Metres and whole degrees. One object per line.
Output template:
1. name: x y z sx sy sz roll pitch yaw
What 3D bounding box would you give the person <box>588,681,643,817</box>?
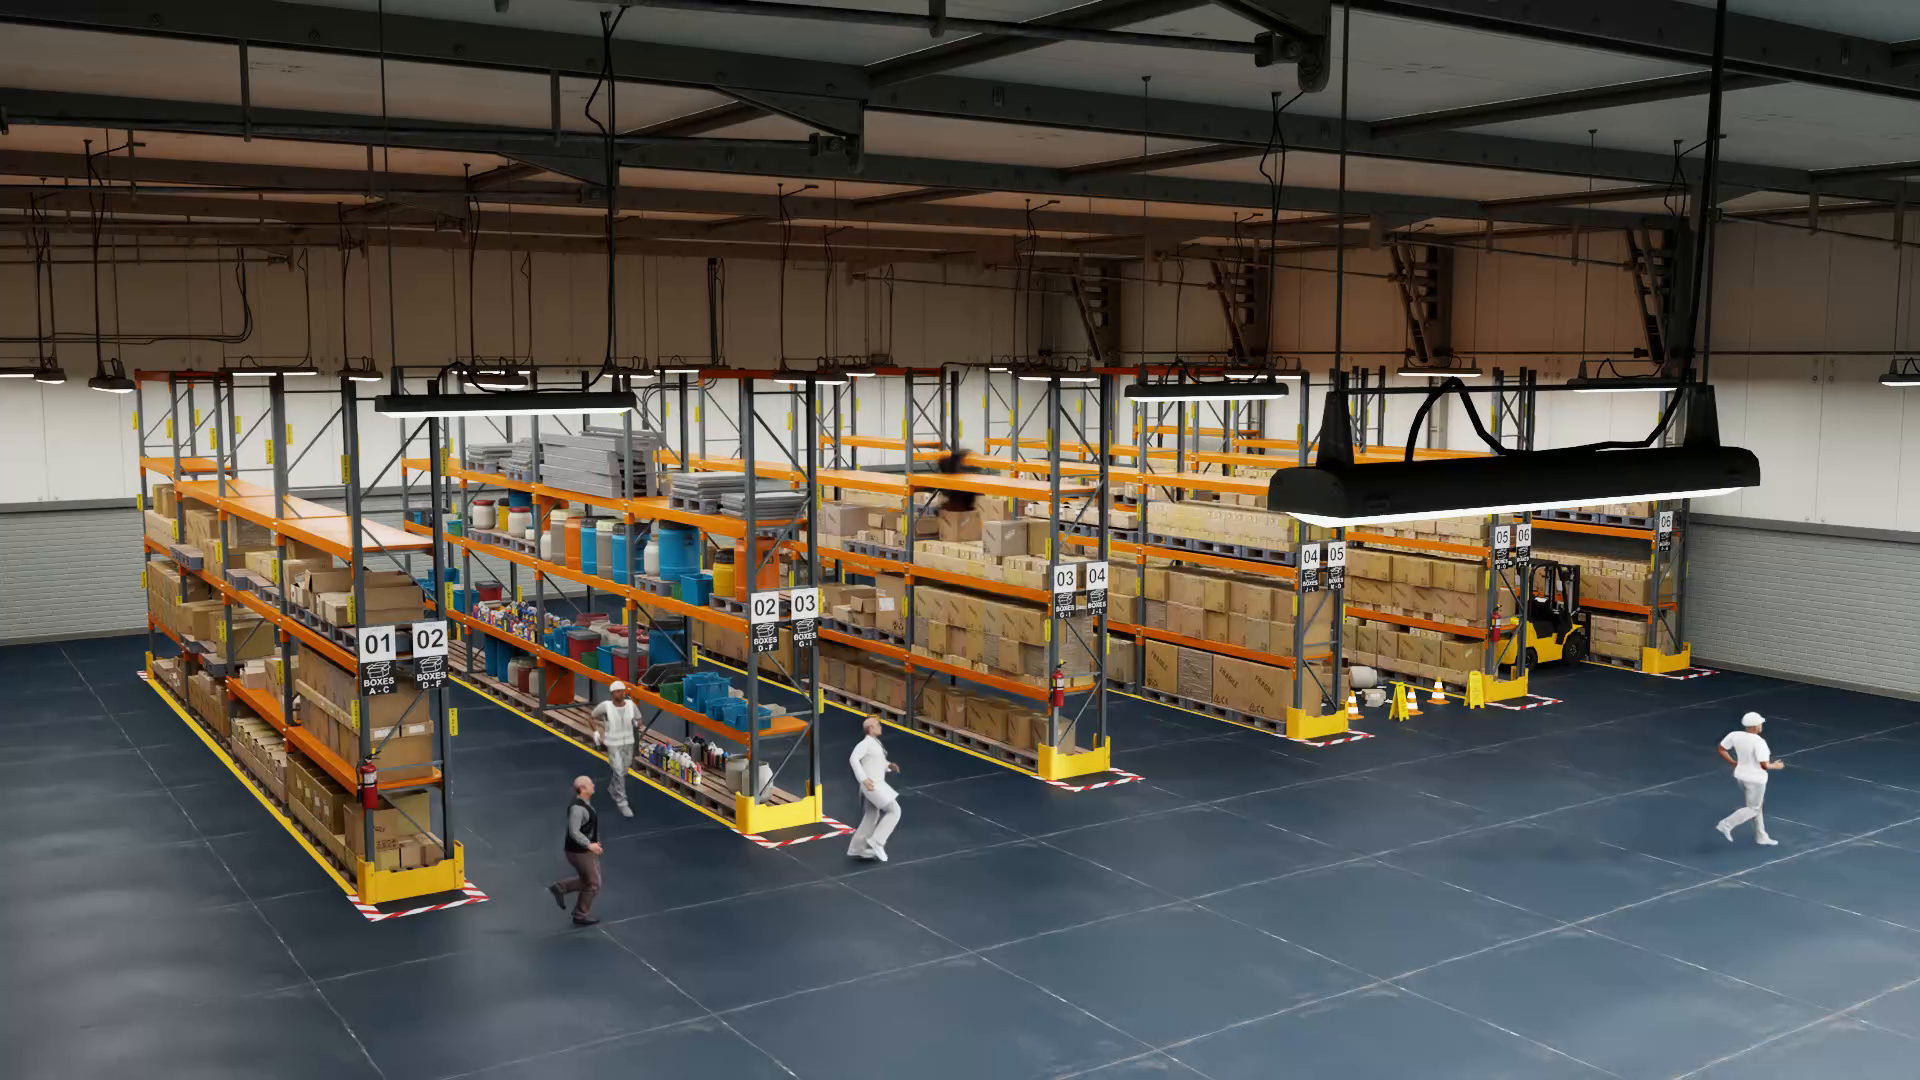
1. person: -4.701 2.833 22.950 0.675 1.801 0.941 -5 8 -38

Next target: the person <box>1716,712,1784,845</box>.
1. person: 10.059 3.061 21.178 0.956 1.762 0.700 -1 7 -11

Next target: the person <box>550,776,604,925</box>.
1. person: -4.248 3.435 18.434 0.619 1.670 0.644 -1 7 -9

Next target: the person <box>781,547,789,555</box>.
1. person: -4.391 0.926 41.186 0.692 1.578 0.536 4 7 31

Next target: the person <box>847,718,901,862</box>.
1. person: -1.094 3.118 20.873 0.668 1.770 0.714 -1 7 -8
